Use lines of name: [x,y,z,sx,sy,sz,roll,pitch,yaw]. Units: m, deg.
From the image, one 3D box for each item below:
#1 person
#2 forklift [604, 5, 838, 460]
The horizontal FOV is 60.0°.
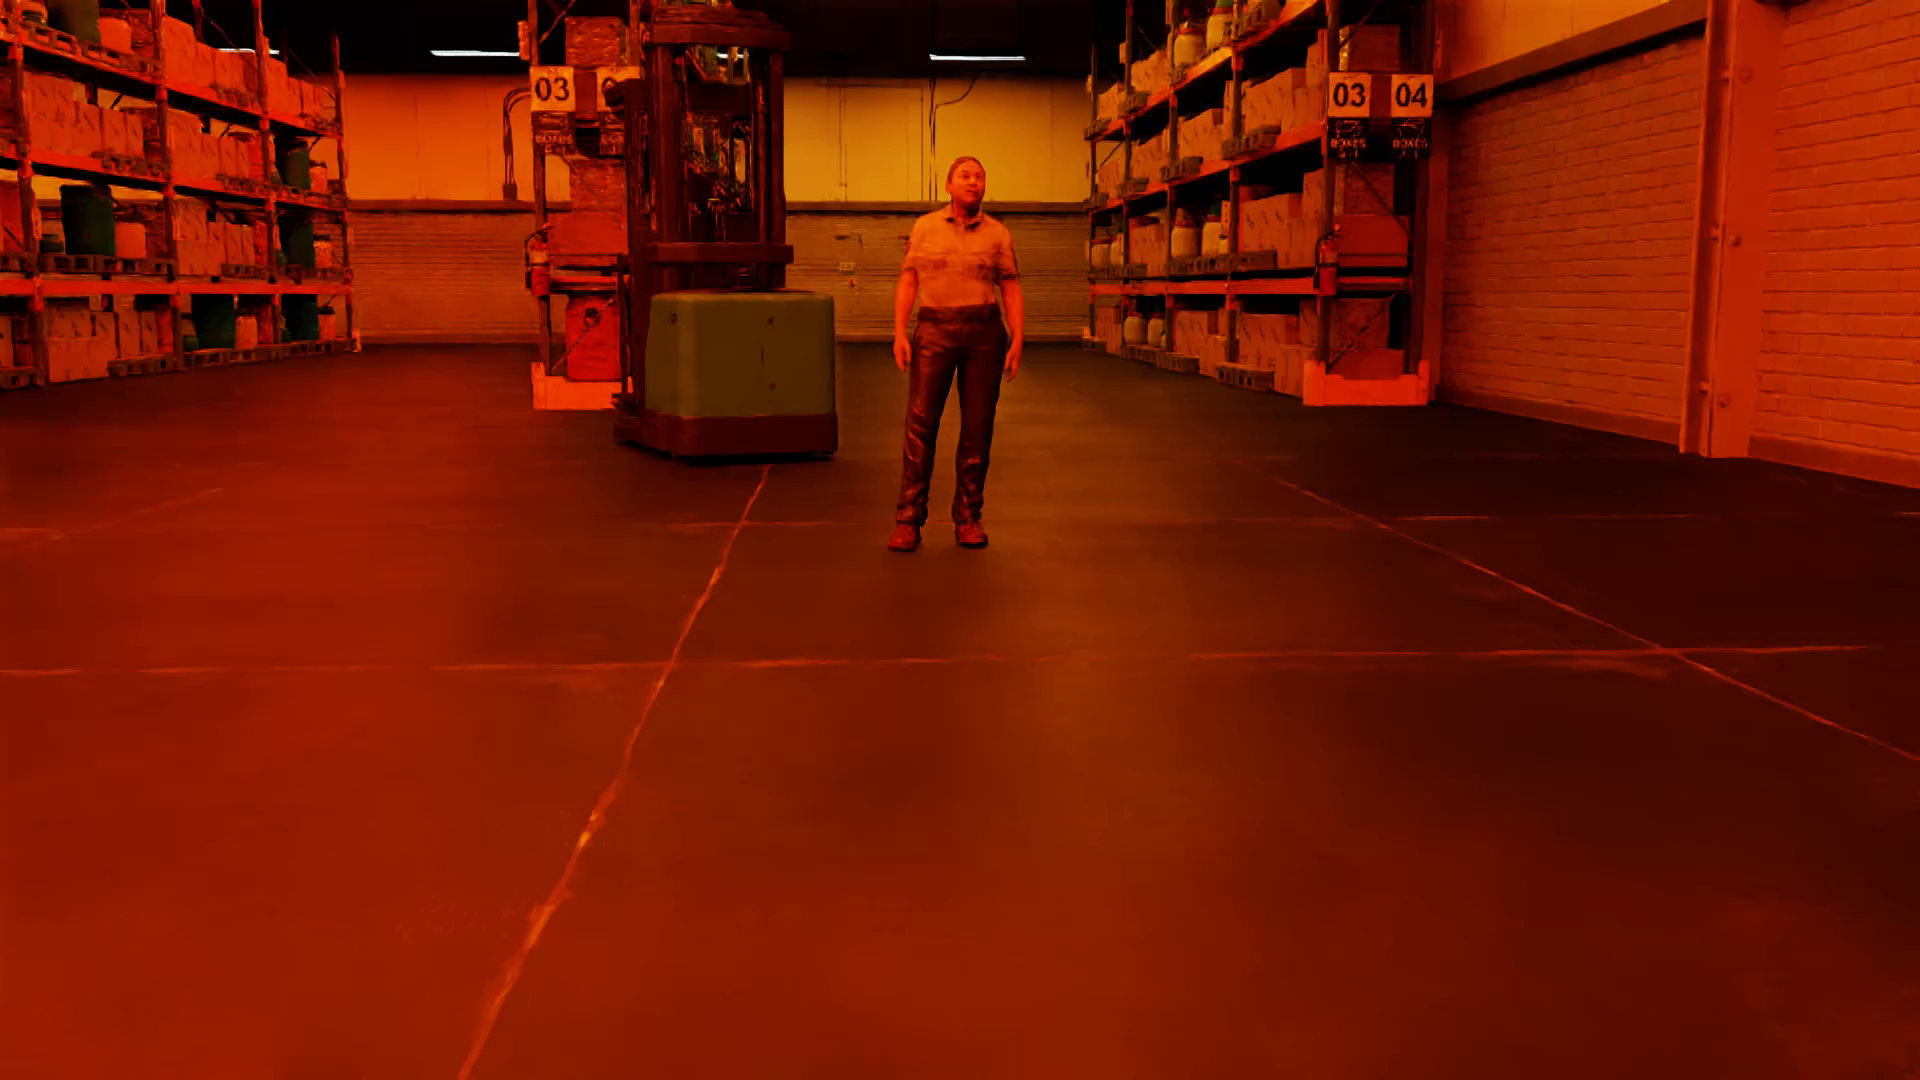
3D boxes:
person: [-0.017,-0.804,7.098,0.599,1.640,0.502,-1,8,-4]
forklift: [-1.843,-2.134,11.703,1.130,2.935,3.031,-4,9,-23]
